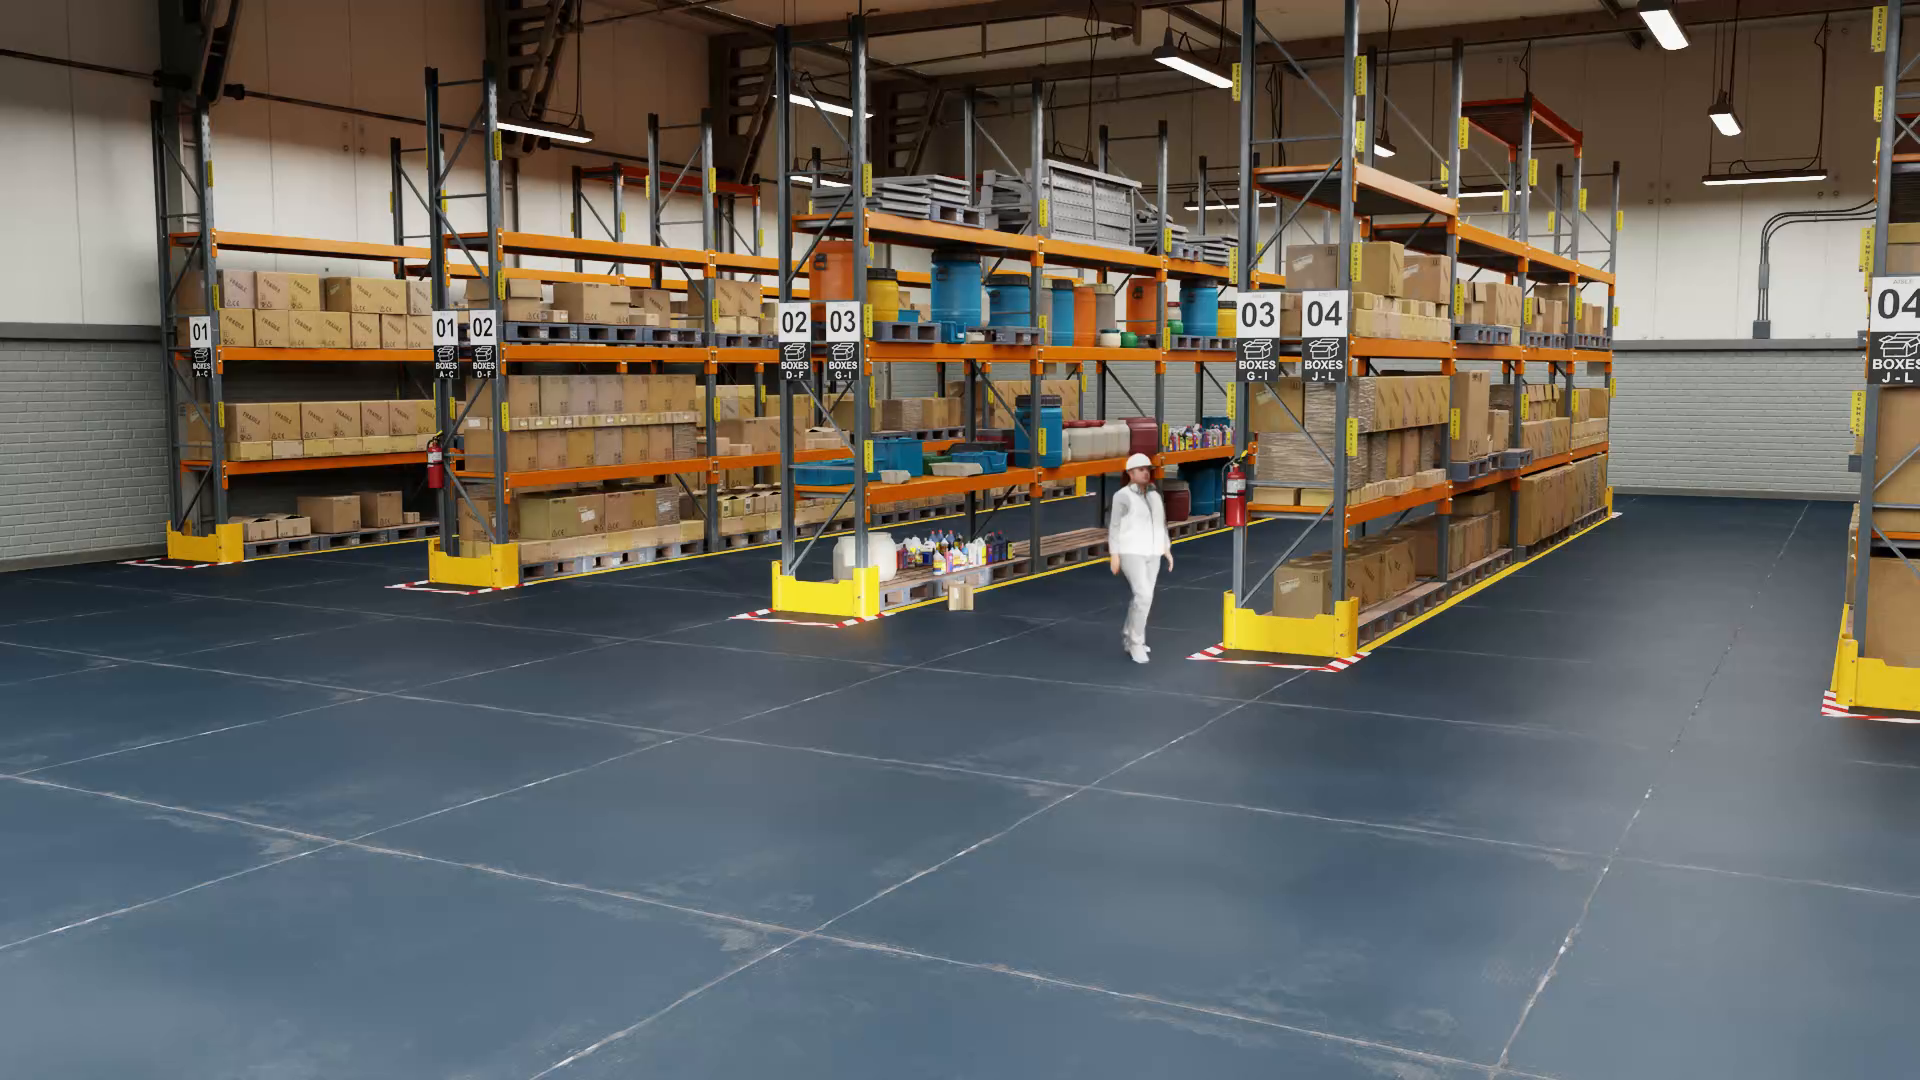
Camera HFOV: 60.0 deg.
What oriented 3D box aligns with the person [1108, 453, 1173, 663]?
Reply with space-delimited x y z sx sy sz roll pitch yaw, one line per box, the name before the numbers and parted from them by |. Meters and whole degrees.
person | 1.601 0.149 14.536 0.542 1.808 0.529 -4 7 -35
